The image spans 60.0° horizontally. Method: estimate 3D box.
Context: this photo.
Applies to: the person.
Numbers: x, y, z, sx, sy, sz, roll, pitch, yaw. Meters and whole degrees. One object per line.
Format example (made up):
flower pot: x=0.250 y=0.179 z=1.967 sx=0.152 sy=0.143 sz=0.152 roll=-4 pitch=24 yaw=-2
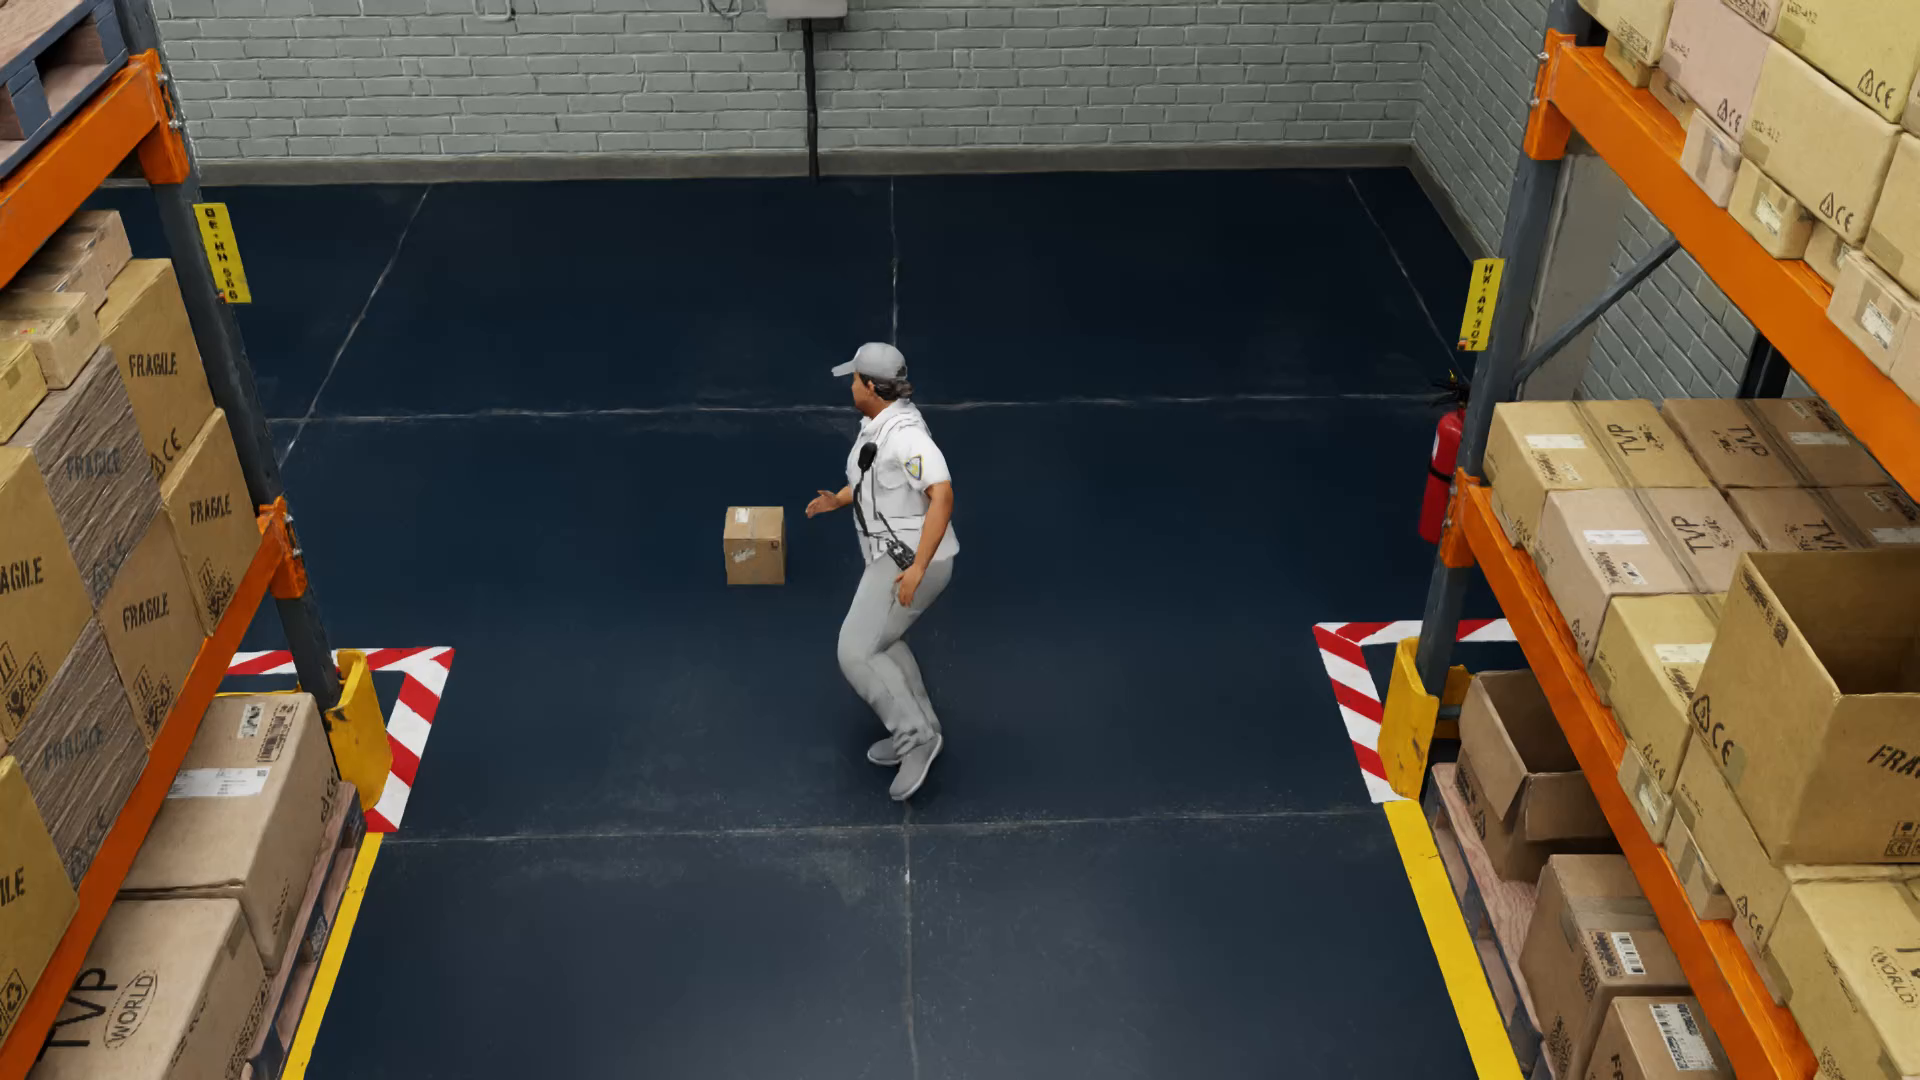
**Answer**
person: x=-0.264 y=0.108 z=6.087 sx=0.562 sy=1.540 sz=0.890 roll=-6 pitch=36 yaw=-8
